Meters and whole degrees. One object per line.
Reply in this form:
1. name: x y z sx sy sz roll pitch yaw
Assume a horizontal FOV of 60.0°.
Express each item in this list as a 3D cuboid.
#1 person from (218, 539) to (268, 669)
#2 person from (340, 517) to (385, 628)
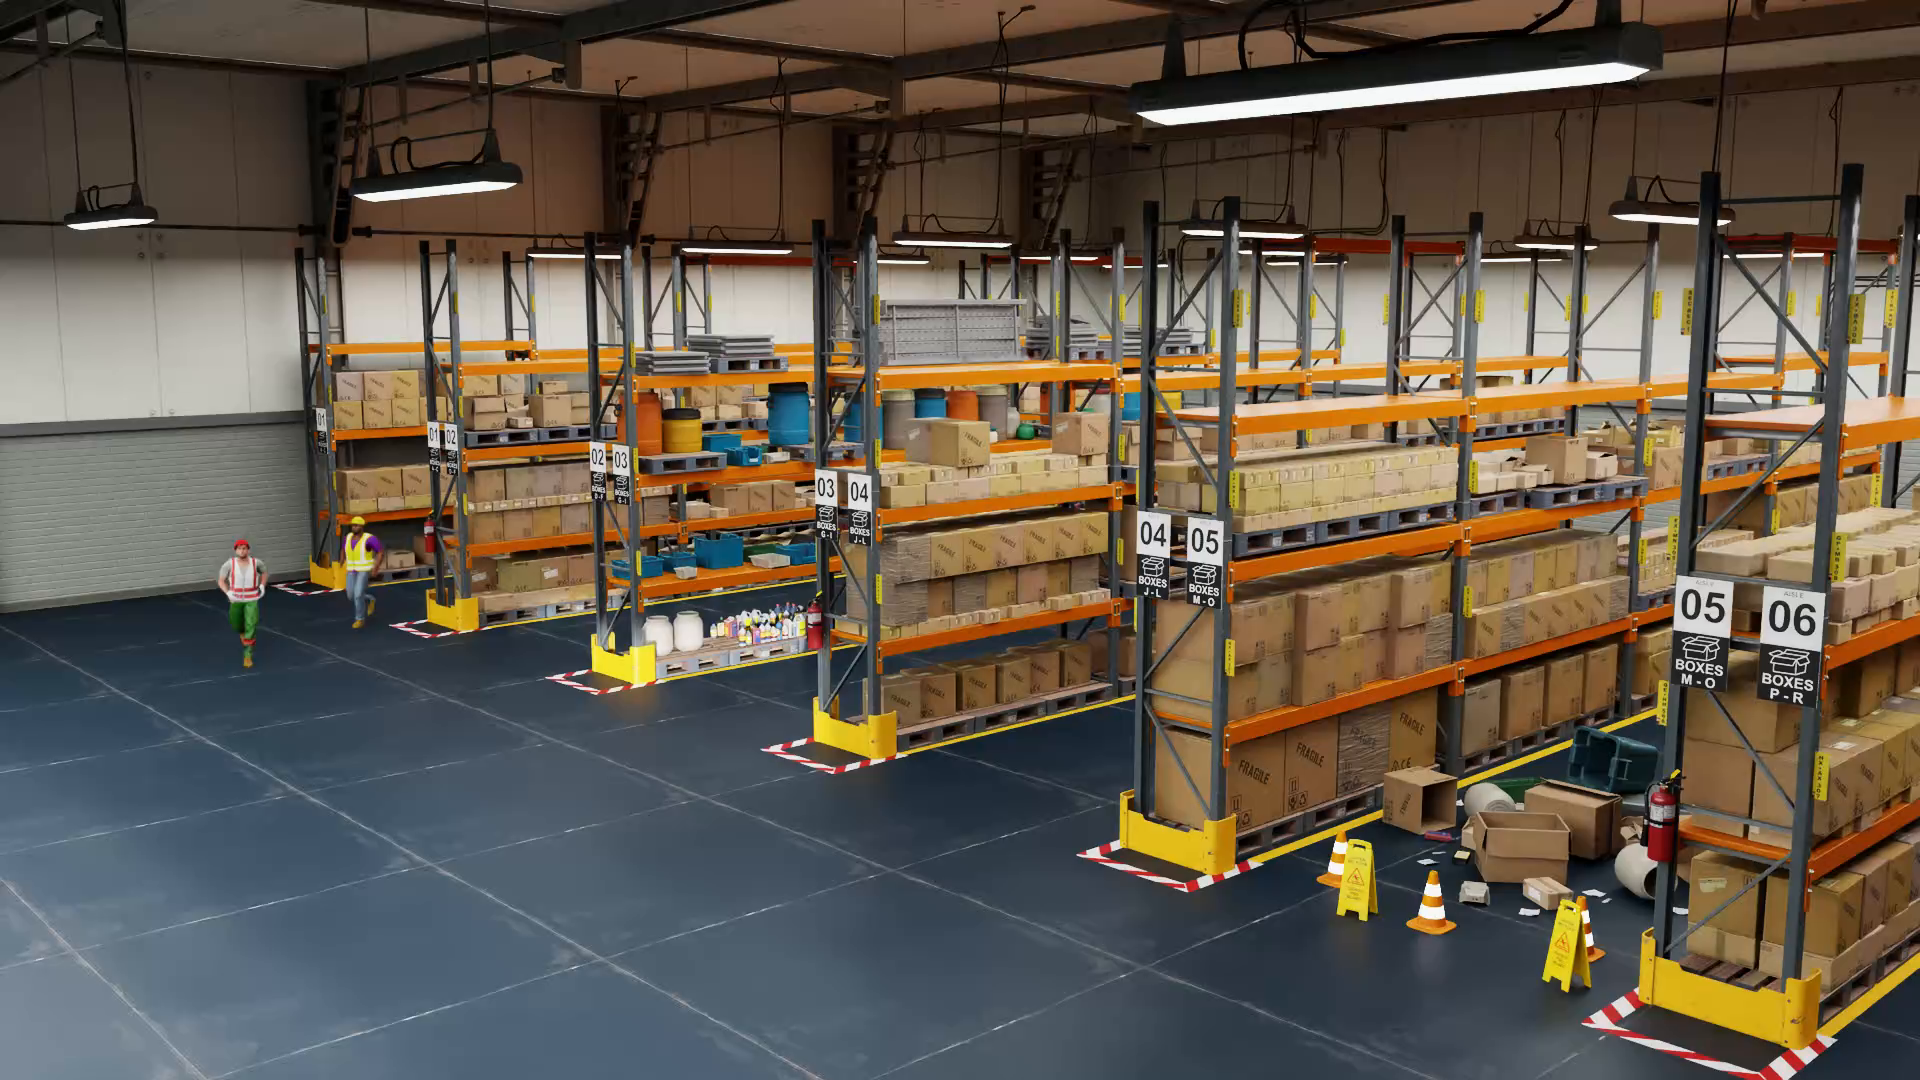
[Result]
1. person: -10.162 0.864 23.597 0.631 1.771 1.087 -3 9 -18
2. person: -9.446 0.484 26.236 0.738 1.738 0.655 2 9 16
